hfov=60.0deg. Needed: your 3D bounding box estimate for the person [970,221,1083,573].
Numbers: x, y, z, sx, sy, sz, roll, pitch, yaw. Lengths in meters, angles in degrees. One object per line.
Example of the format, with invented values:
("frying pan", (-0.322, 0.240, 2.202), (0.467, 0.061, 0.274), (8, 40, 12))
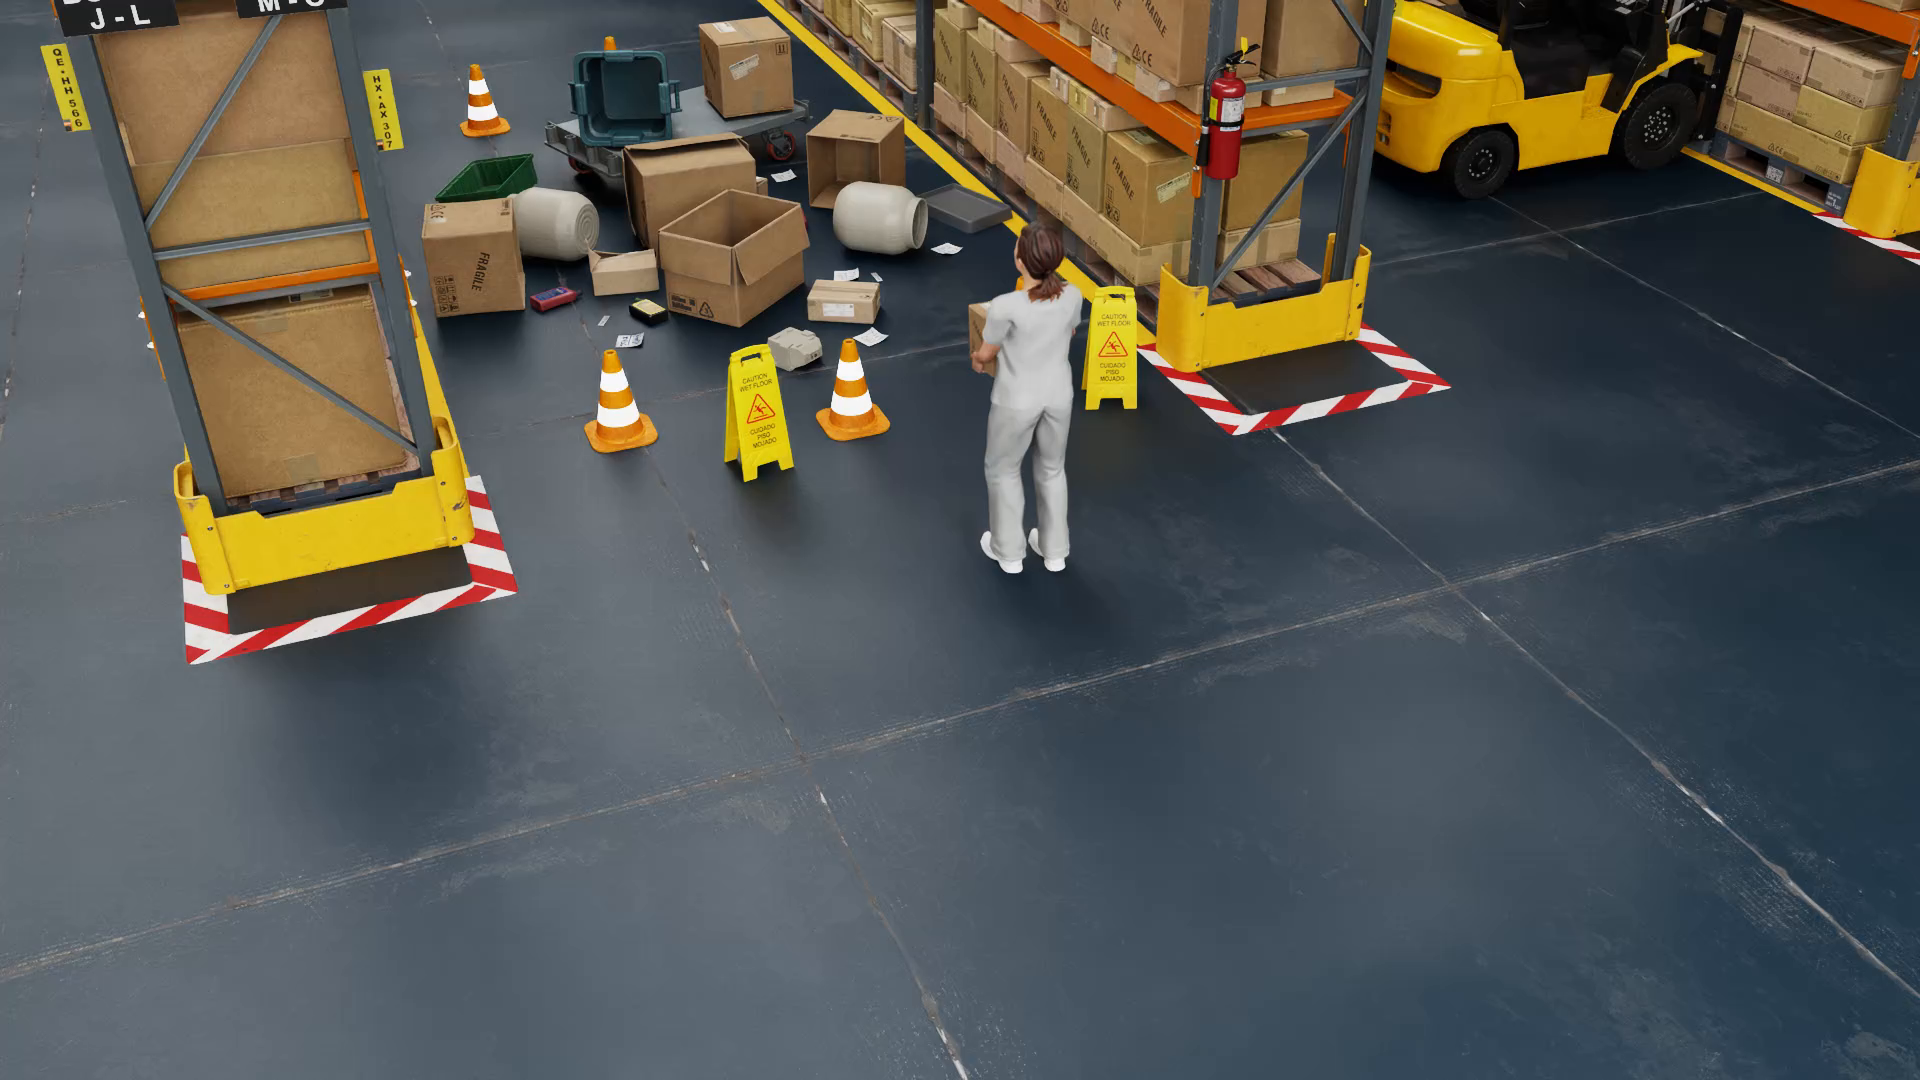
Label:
("person", (0.269, -0.607, 7.082), (0.441, 1.644, 0.537), (-13, 36, -19))
